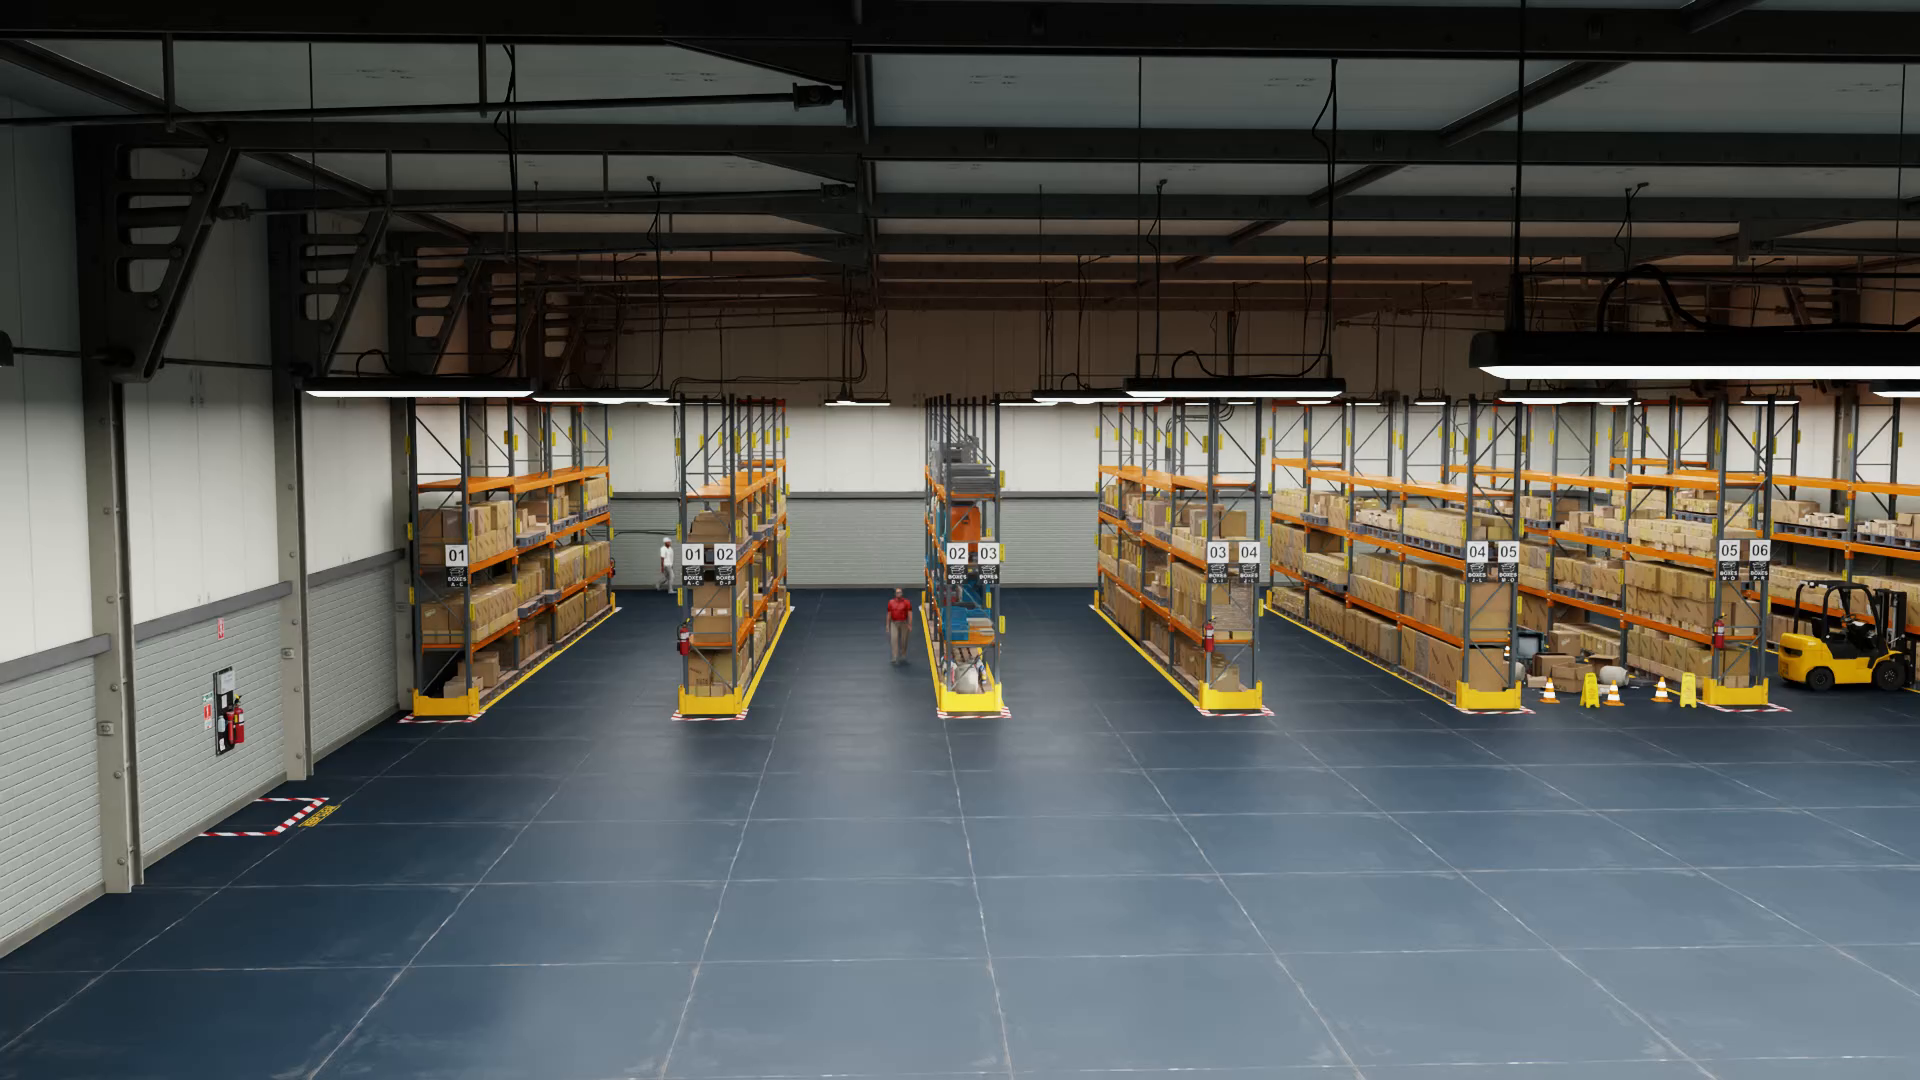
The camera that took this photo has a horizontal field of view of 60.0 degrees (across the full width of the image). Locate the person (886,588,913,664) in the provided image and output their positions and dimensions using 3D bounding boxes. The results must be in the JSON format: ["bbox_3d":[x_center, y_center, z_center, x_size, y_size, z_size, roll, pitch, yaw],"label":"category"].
[{"bbox_3d":[-1.371,1.917,37.420,0.608,1.656,1.065,0,5,0],"label":"person"}]

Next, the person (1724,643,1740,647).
[{"bbox_3d":[16.843,1.987,36.300,0.557,1.788,0.434,-2,5,-22],"label":"person"}]

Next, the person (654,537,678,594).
[{"bbox_3d":[-9.103,0.781,51.432,0.773,1.739,0.566,0,5,3],"label":"person"}]
